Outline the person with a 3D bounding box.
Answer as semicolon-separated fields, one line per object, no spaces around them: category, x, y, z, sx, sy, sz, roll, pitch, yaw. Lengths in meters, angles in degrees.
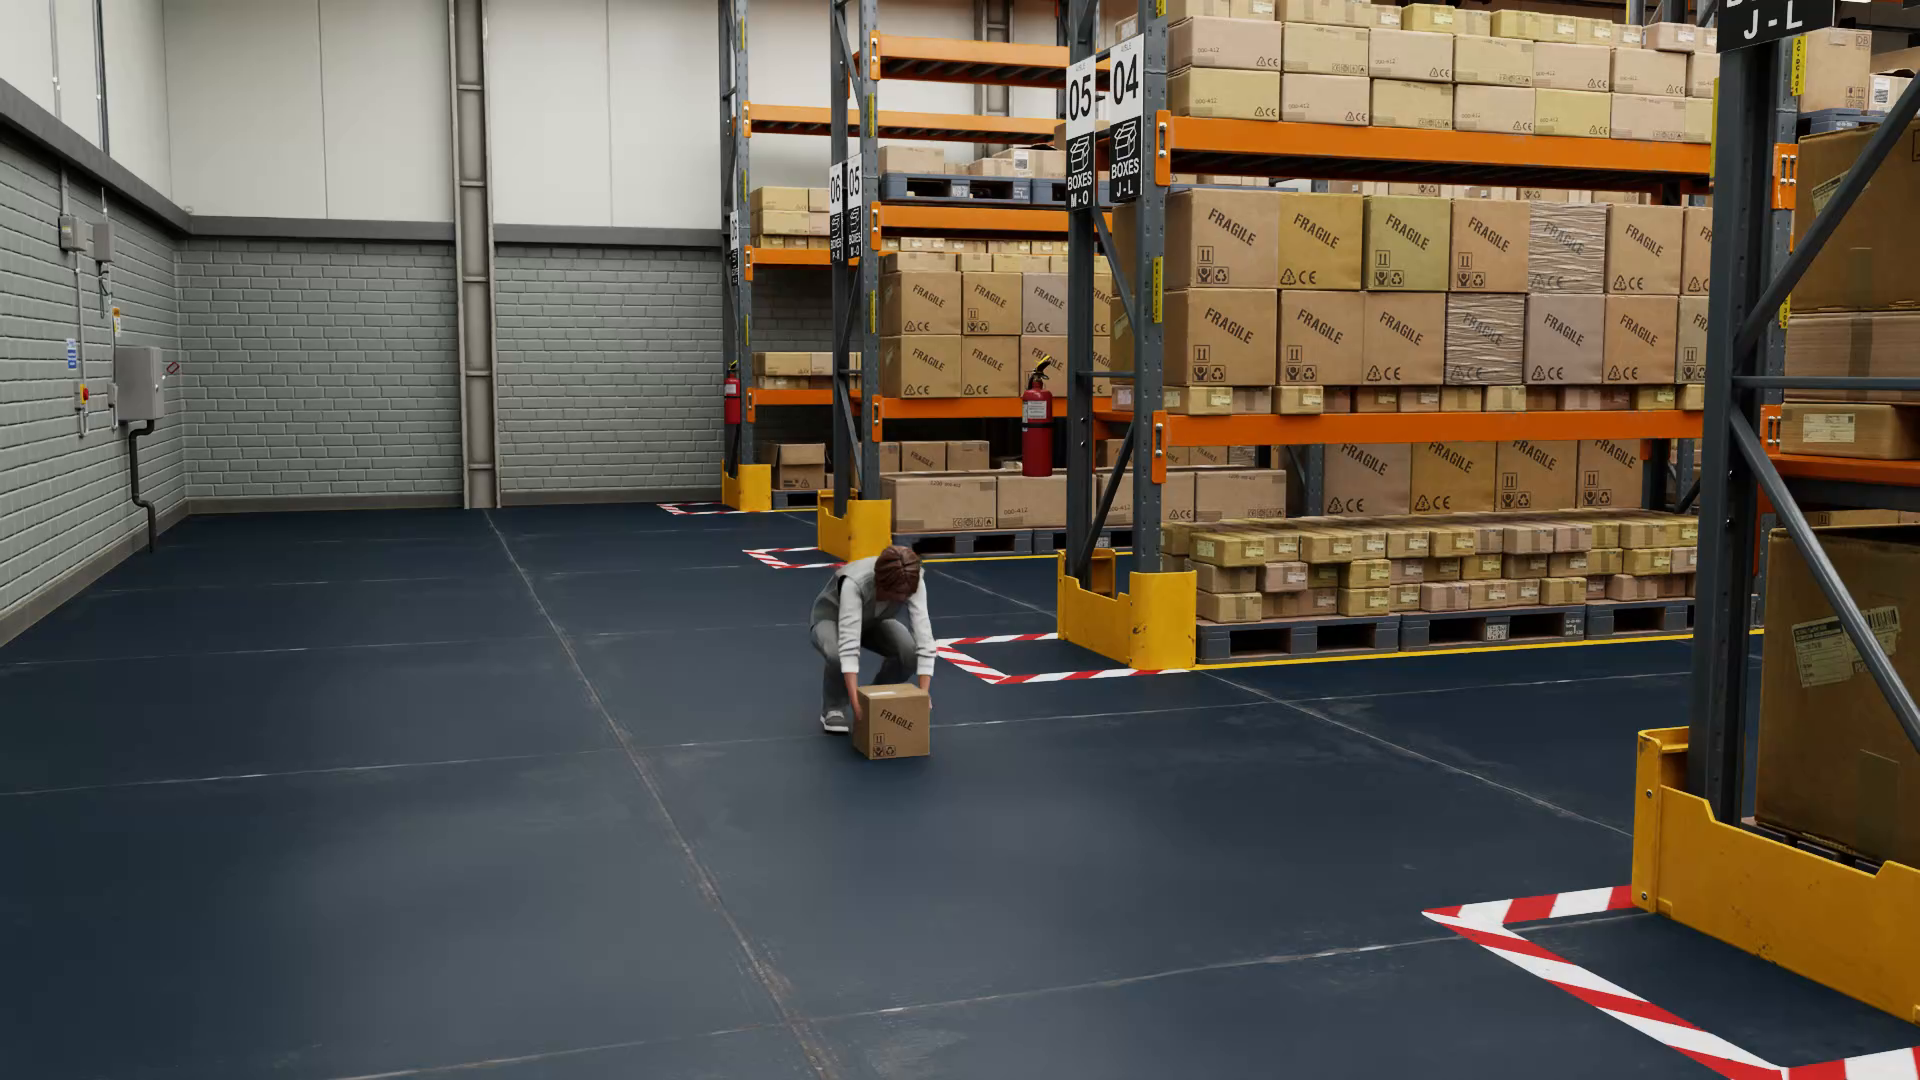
person;-0.380;0.412;7.040;0.440;0.829;0.804;-2;6;-19
